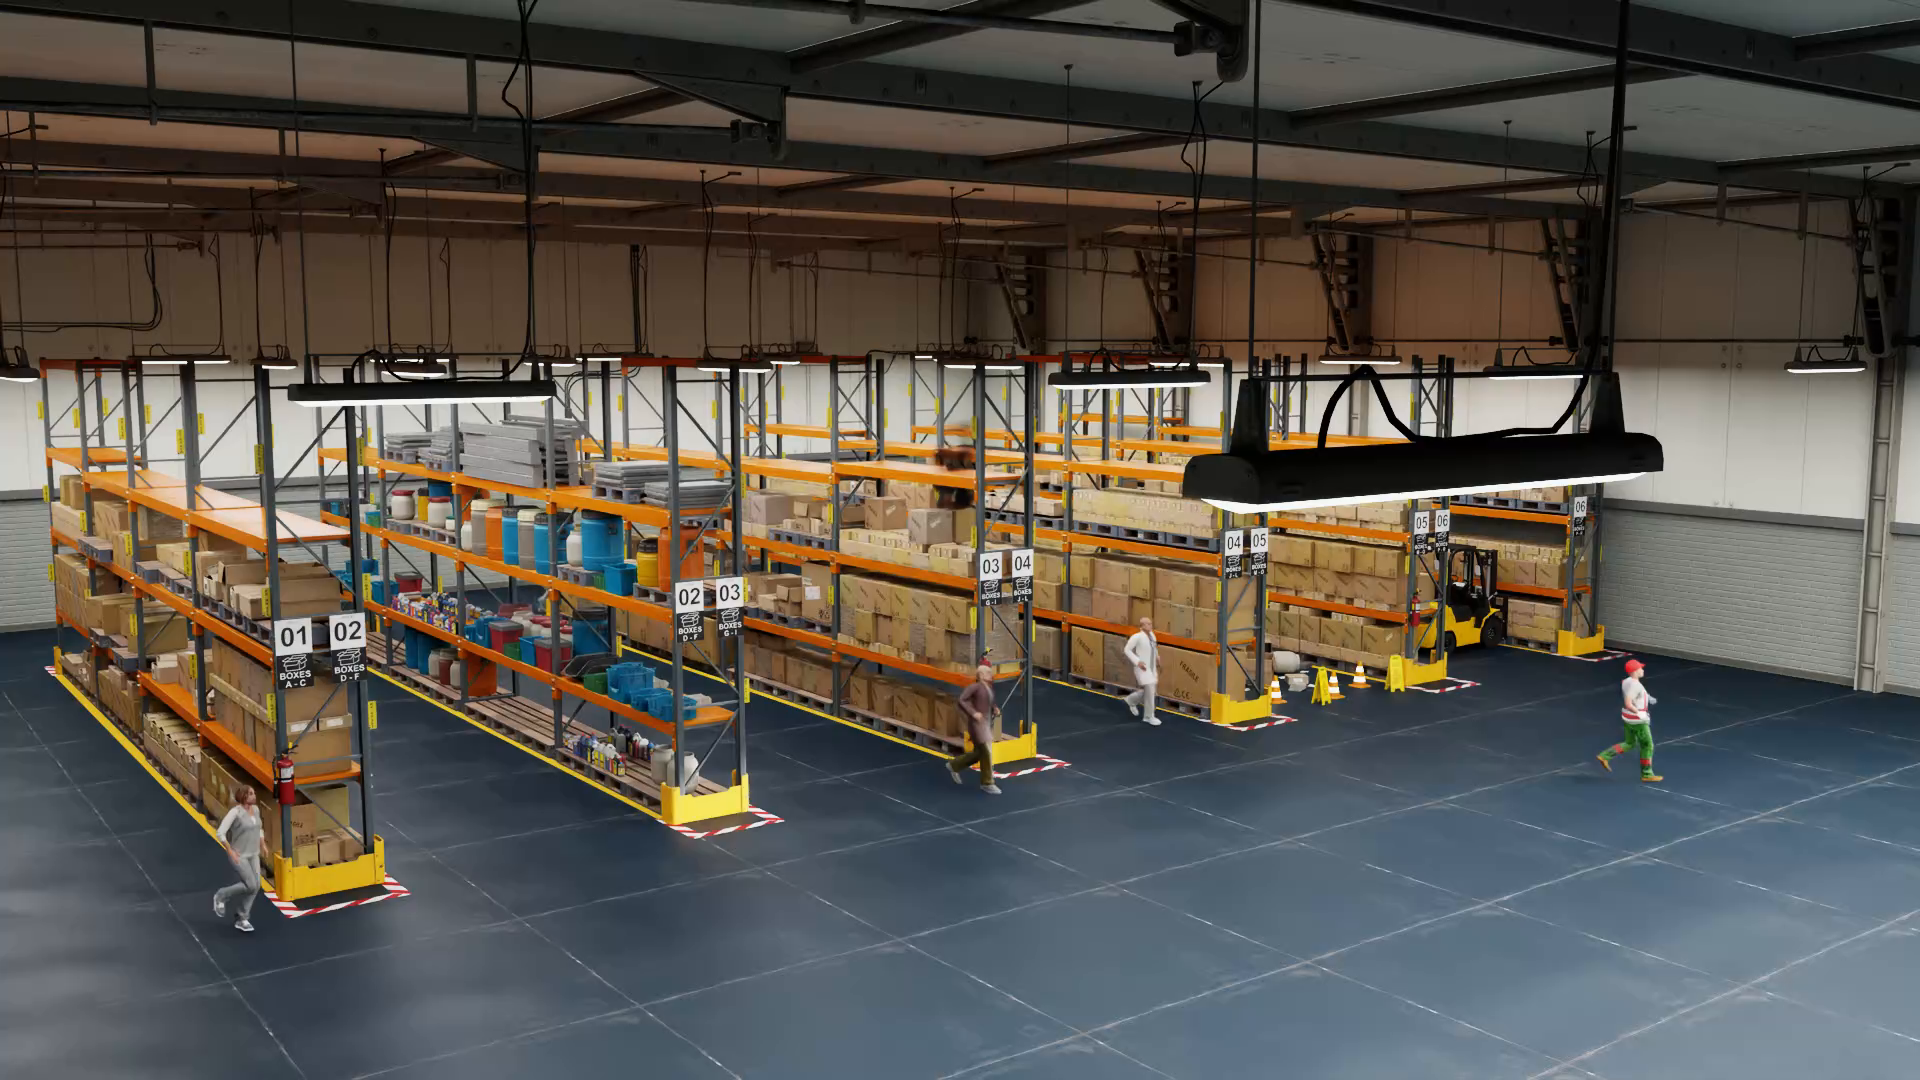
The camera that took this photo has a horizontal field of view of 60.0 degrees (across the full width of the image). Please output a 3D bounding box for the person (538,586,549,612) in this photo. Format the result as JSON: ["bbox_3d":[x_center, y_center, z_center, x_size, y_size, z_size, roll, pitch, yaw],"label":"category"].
[{"bbox_3d":[-9.639,0.847,38.860,0.516,1.645,0.605,-3,8,-25],"label":"person"}]

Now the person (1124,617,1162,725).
[{"bbox_3d":[3.018,2.148,27.586,0.804,1.765,0.721,6,9,42],"label":"person"}]

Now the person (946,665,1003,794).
[{"bbox_3d":[0.267,2.655,23.580,0.944,1.775,0.748,4,8,30],"label":"person"}]

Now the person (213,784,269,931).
[{"bbox_3d":[-7.766,3.415,18.052,0.529,1.524,0.575,2,7,19],"label":"person"}]

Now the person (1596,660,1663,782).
[{"bbox_3d":[9.658,2.591,23.881,0.914,1.765,0.670,1,7,5],"label":"person"}]
